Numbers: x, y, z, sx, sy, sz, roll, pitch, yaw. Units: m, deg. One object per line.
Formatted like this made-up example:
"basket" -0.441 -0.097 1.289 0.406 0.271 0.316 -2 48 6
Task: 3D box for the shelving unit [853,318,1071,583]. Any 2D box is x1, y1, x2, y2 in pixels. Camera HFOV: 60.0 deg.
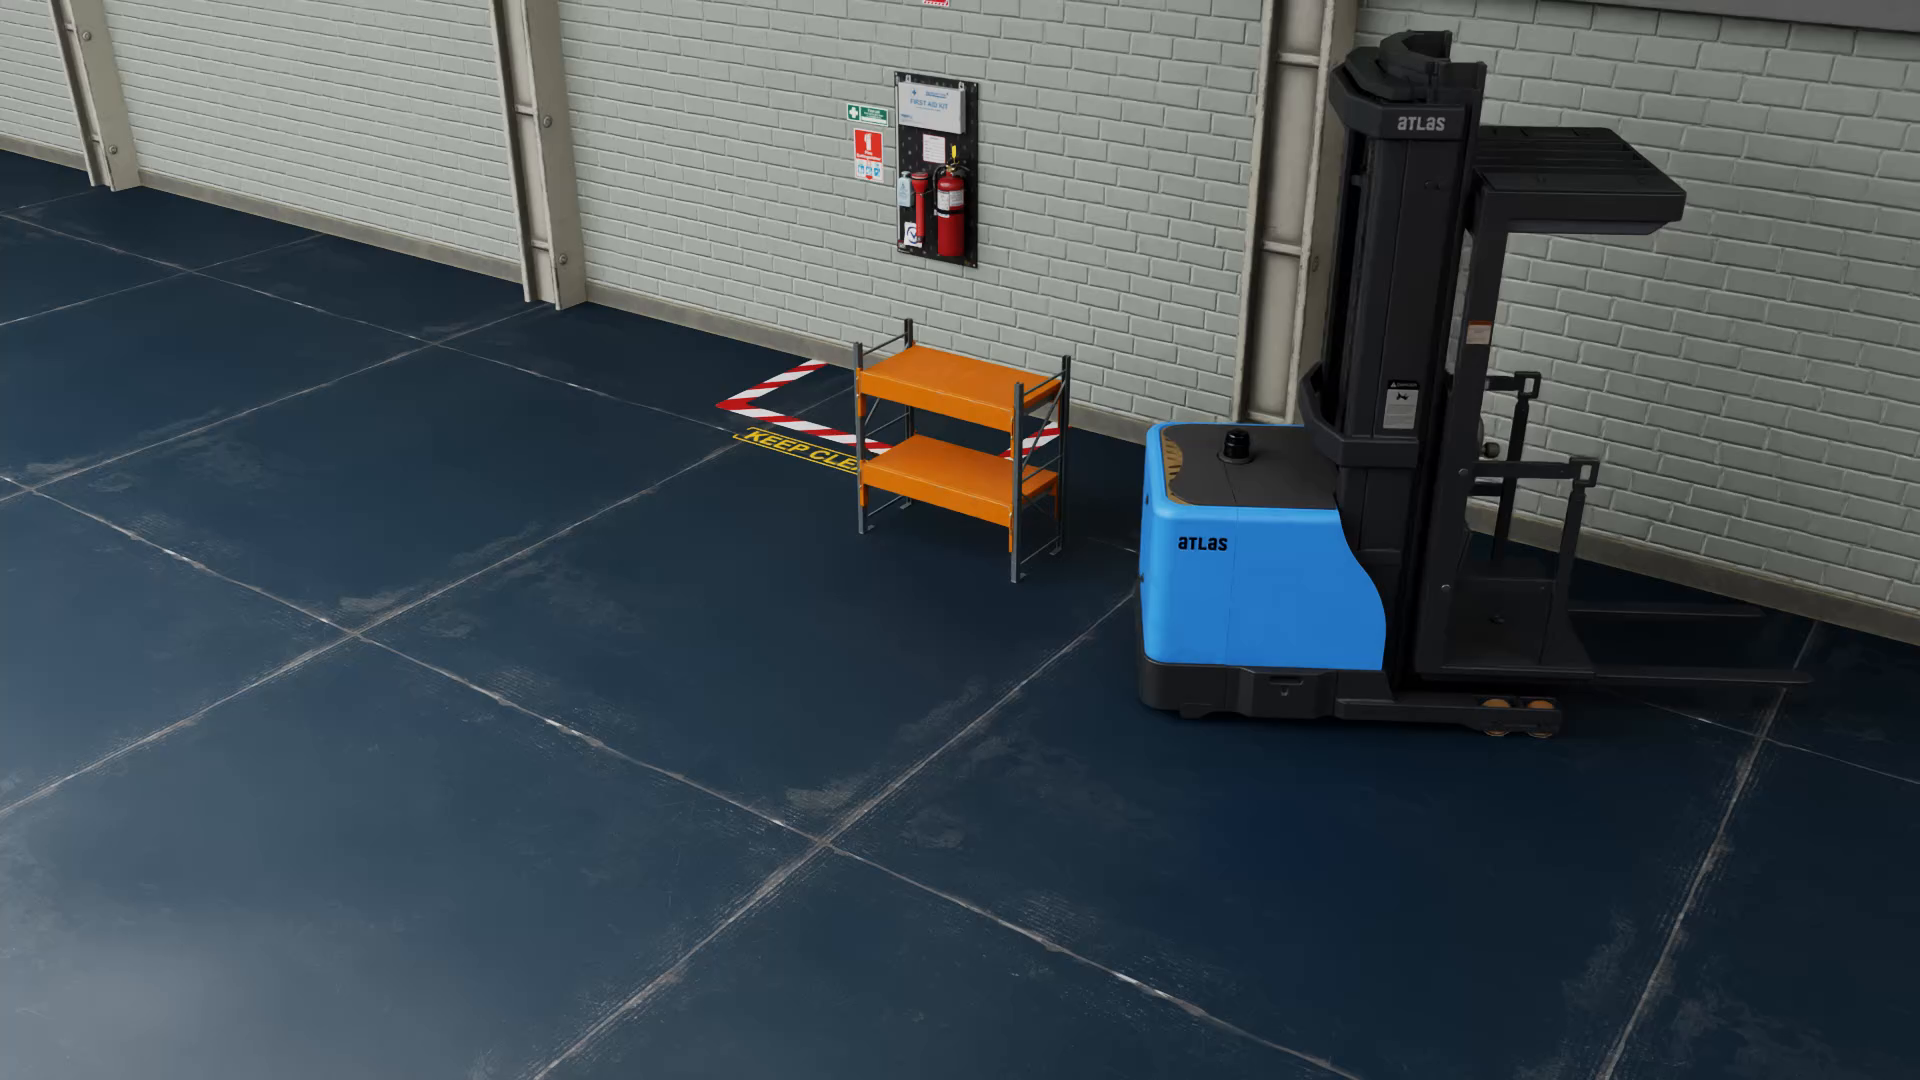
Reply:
"shelving unit" 0.006 -0.500 8.991 1.048 1.125 0.538 17 32 30

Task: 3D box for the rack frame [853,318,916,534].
"rack frame" -0.413 -0.630 9.248 0.032 1.125 0.500 17 32 30

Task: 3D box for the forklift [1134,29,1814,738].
"forklift" 2.367 -0.664 7.324 3.031 2.935 1.130 2 27 3

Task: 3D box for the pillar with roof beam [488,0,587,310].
"pillar with roof beam" -5.565 -4.263 7.705 0.400 9.000 9.100 17 32 30

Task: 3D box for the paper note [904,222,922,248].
"paper note" -0.304 -1.986 10.816 0.142 0.148 0.016 17 32 30

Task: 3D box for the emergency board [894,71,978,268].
"emergency board" -0.197 -2.307 10.476 0.643 1.169 0.194 17 32 30

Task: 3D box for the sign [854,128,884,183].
"sign" -0.595 -2.503 10.823 0.234 0.329 0.001 17 32 30

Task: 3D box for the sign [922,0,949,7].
"sign" -0.147 -3.379 10.027 0.199 0.298 0.001 17 32 30

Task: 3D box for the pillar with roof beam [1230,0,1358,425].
"pillar with roof beam" -0.619 -2.722 4.678 0.400 9.000 9.100 17 32 30

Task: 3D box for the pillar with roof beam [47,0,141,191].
"pillar with roof beam" -10.511 -5.804 10.733 0.400 9.000 9.100 17 32 30

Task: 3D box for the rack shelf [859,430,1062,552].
"rack shelf" 0.006 -0.282 9.102 1.000 0.278 0.538 17 32 30

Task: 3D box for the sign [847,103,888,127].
"sign" -0.596 -2.735 10.693 0.331 0.109 0.001 17 32 30

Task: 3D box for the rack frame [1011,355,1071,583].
"rack frame" 0.425 -0.369 8.735 0.032 1.125 0.500 17 32 30

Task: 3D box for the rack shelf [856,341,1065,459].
"rack shelf" 0.006 -0.760 8.859 1.000 0.278 0.538 17 32 30
